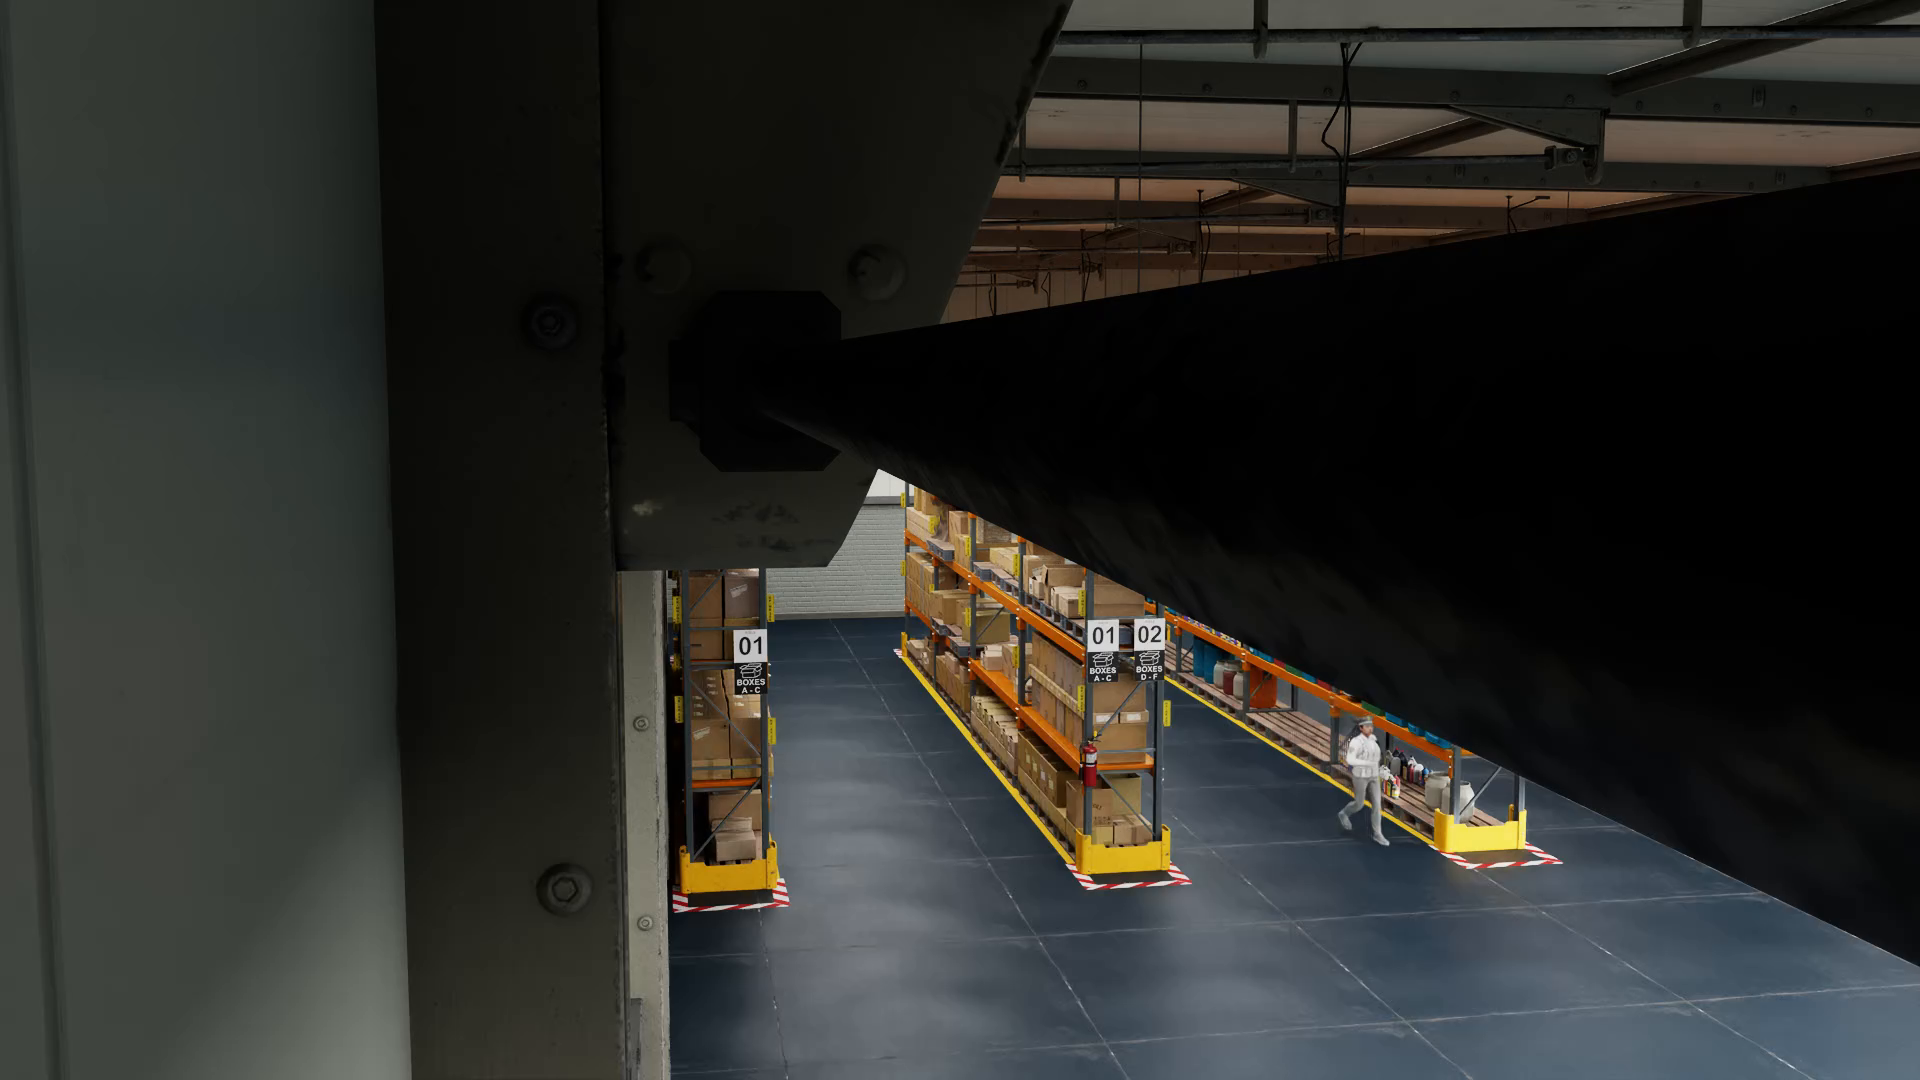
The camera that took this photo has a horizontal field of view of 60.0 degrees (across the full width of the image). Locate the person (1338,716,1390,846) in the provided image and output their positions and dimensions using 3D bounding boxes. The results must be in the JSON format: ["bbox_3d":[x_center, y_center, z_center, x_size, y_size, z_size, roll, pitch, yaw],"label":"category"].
[{"bbox_3d":[5.423,3.163,22.206,0.617,1.675,0.917,-3,7,-24],"label":"person"}]
